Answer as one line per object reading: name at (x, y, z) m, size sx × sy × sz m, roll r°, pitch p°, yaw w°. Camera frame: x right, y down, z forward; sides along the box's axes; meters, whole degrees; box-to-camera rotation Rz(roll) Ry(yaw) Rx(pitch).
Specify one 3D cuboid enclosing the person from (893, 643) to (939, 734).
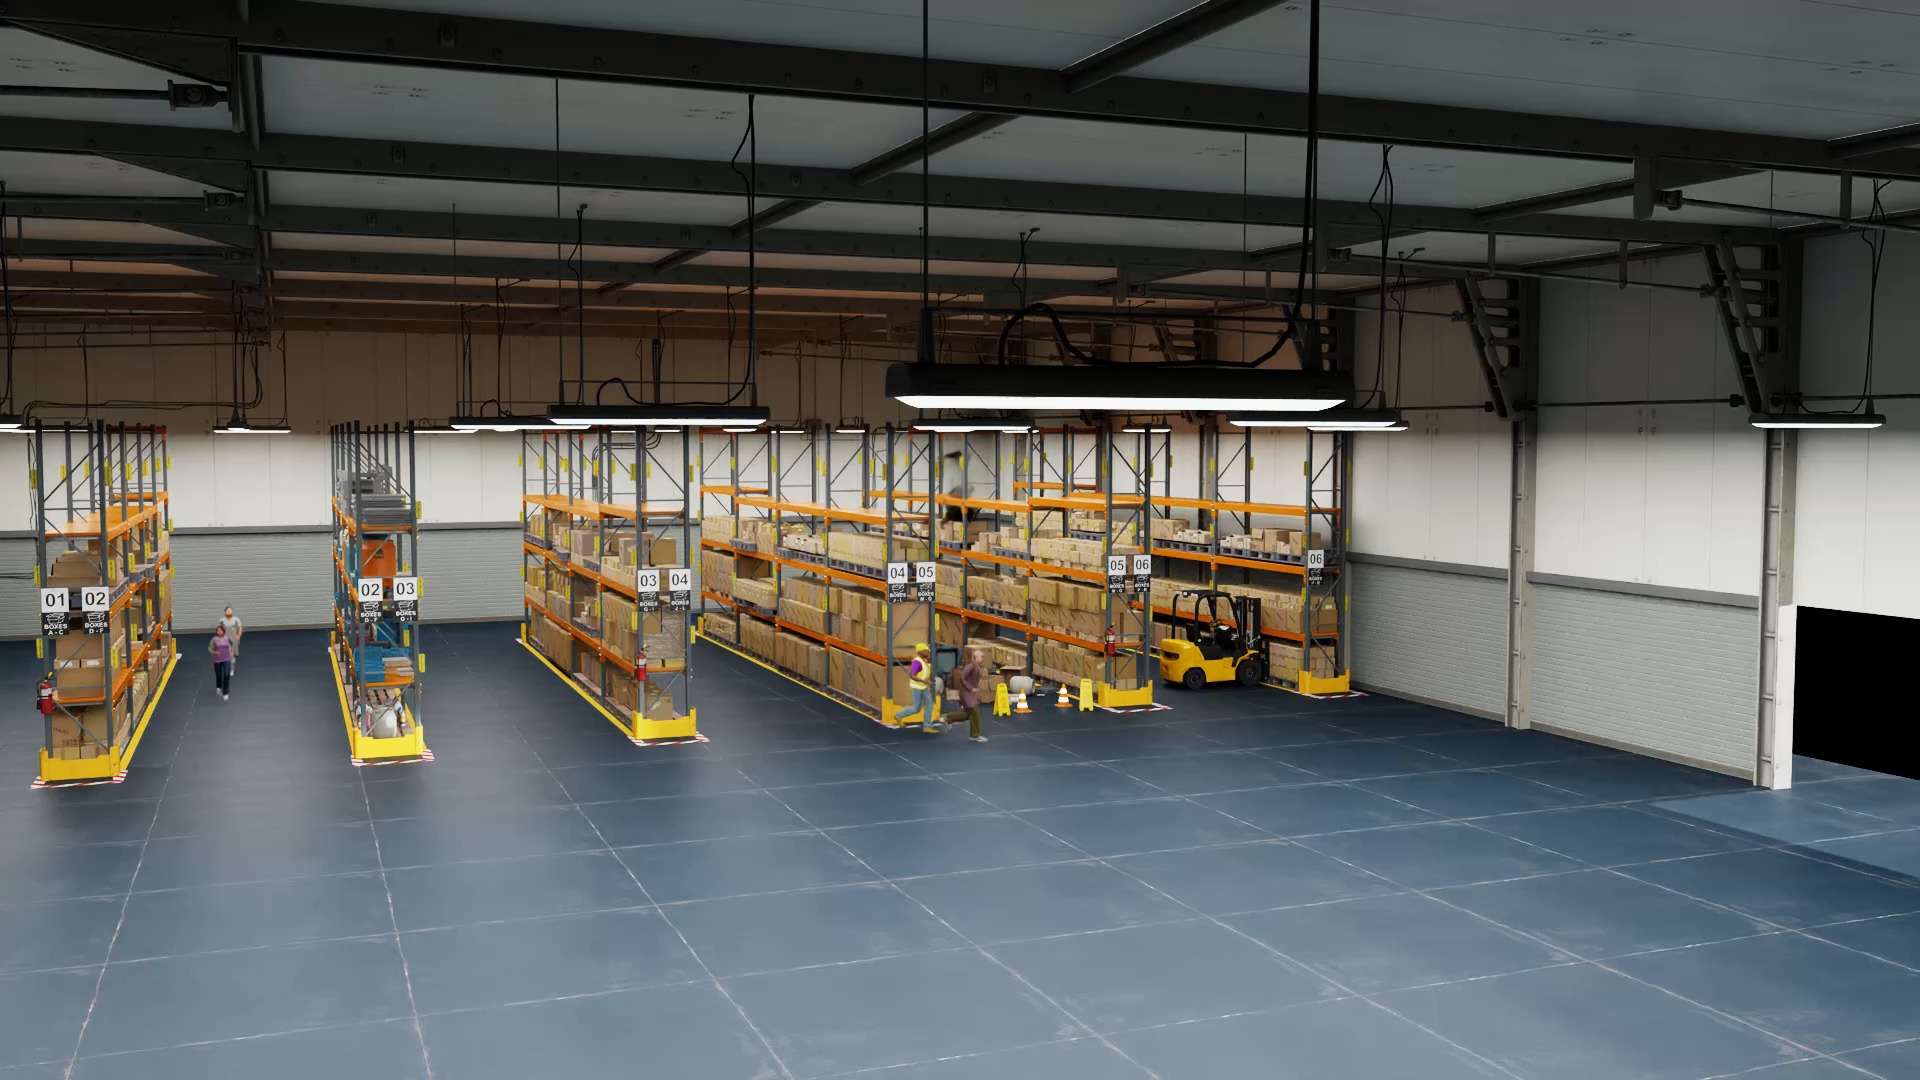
person at (-0.838, 2.849, 32.017) m, size 0.904 × 1.745 × 0.686 m, roll 1°, pitch 4°, yaw 19°

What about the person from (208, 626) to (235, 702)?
person at (-16.045, 2.664, 36.148) m, size 0.548 × 1.613 × 0.848 m, roll -2°, pitch 4°, yaw -27°

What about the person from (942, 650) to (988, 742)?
person at (0.073, 2.920, 31.236) m, size 0.926 × 1.730 × 0.686 m, roll 2°, pitch 4°, yaw 25°

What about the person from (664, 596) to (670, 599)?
person at (-7.978, 1.986, 45.957) m, size 0.685 × 1.752 × 0.667 m, roll -1°, pitch 4°, yaw -10°

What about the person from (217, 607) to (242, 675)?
person at (-17.634, 2.421, 40.137) m, size 0.569 × 1.638 × 0.778 m, roll -2°, pitch 4°, yaw -29°
